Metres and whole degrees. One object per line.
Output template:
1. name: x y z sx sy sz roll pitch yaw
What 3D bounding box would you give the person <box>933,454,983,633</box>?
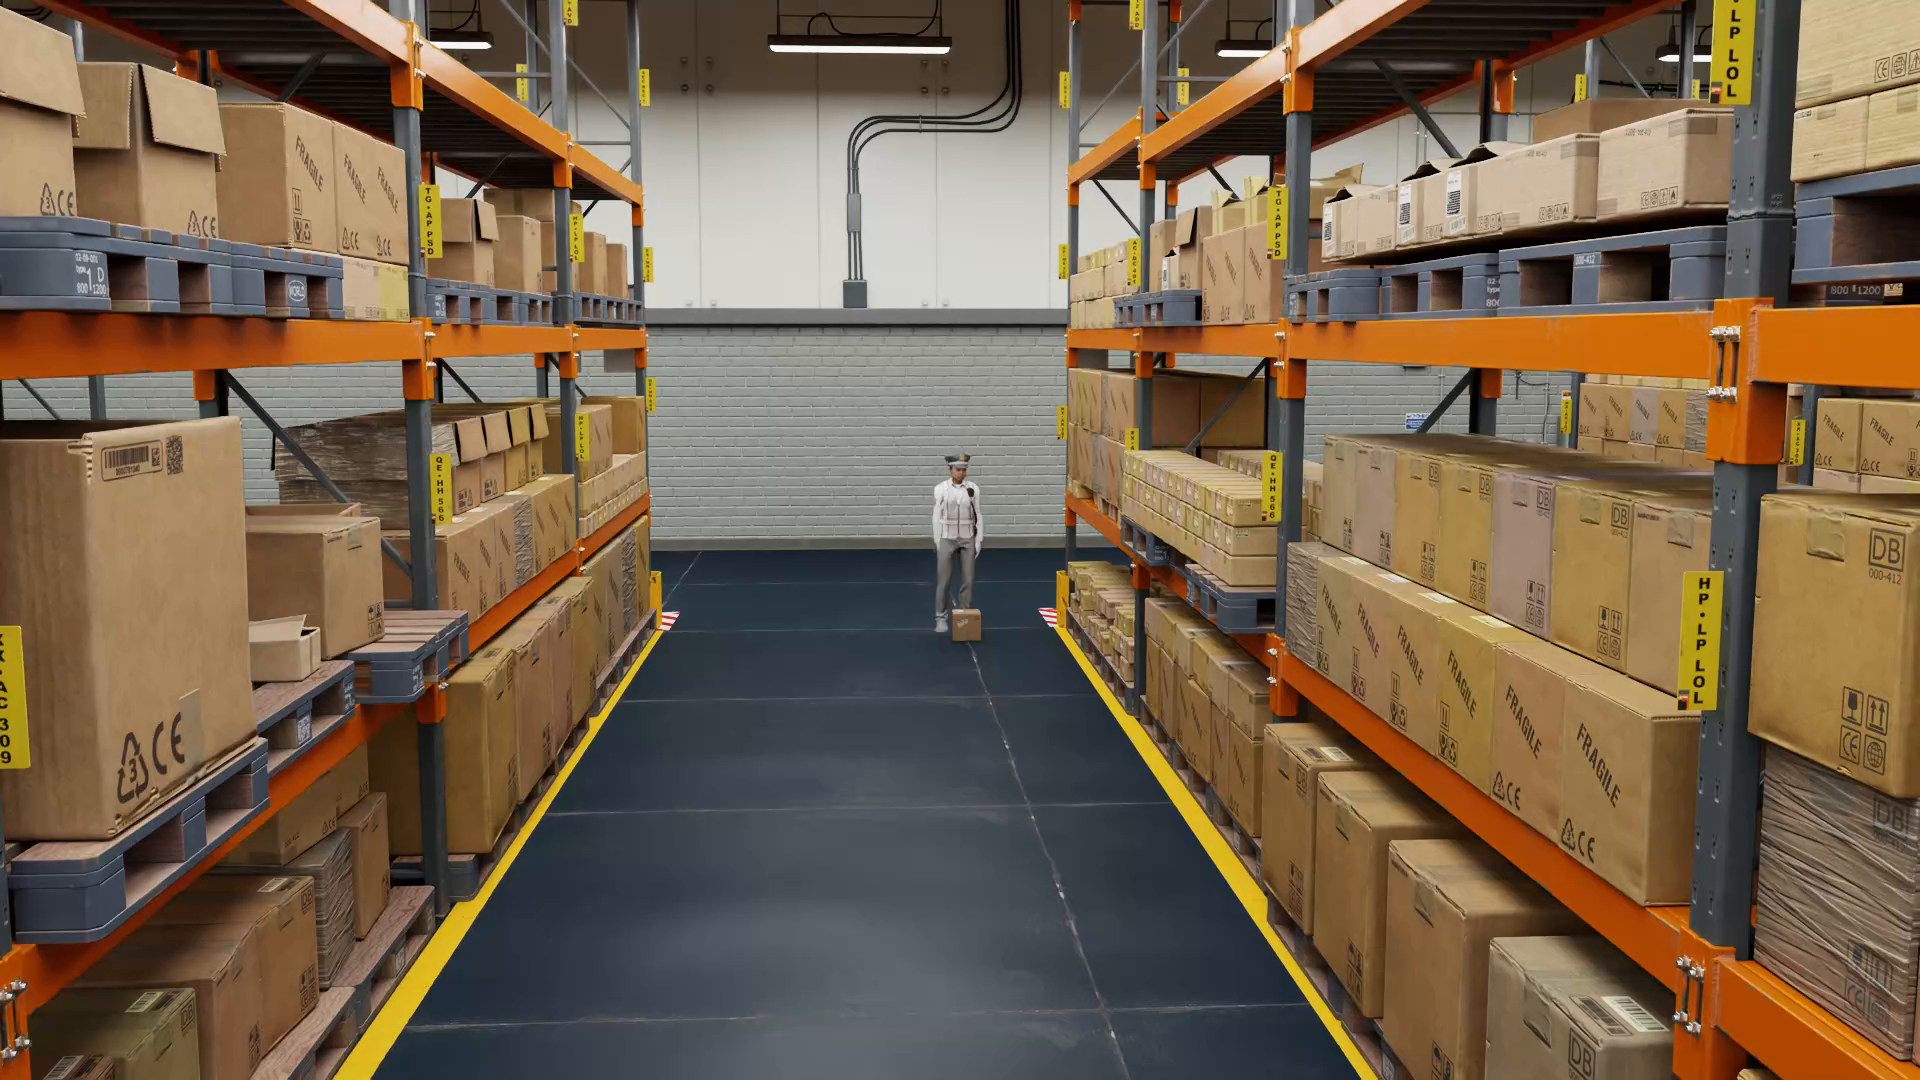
1. person: -0.016 0.029 15.556 0.469 1.684 0.330 -1 7 -11
